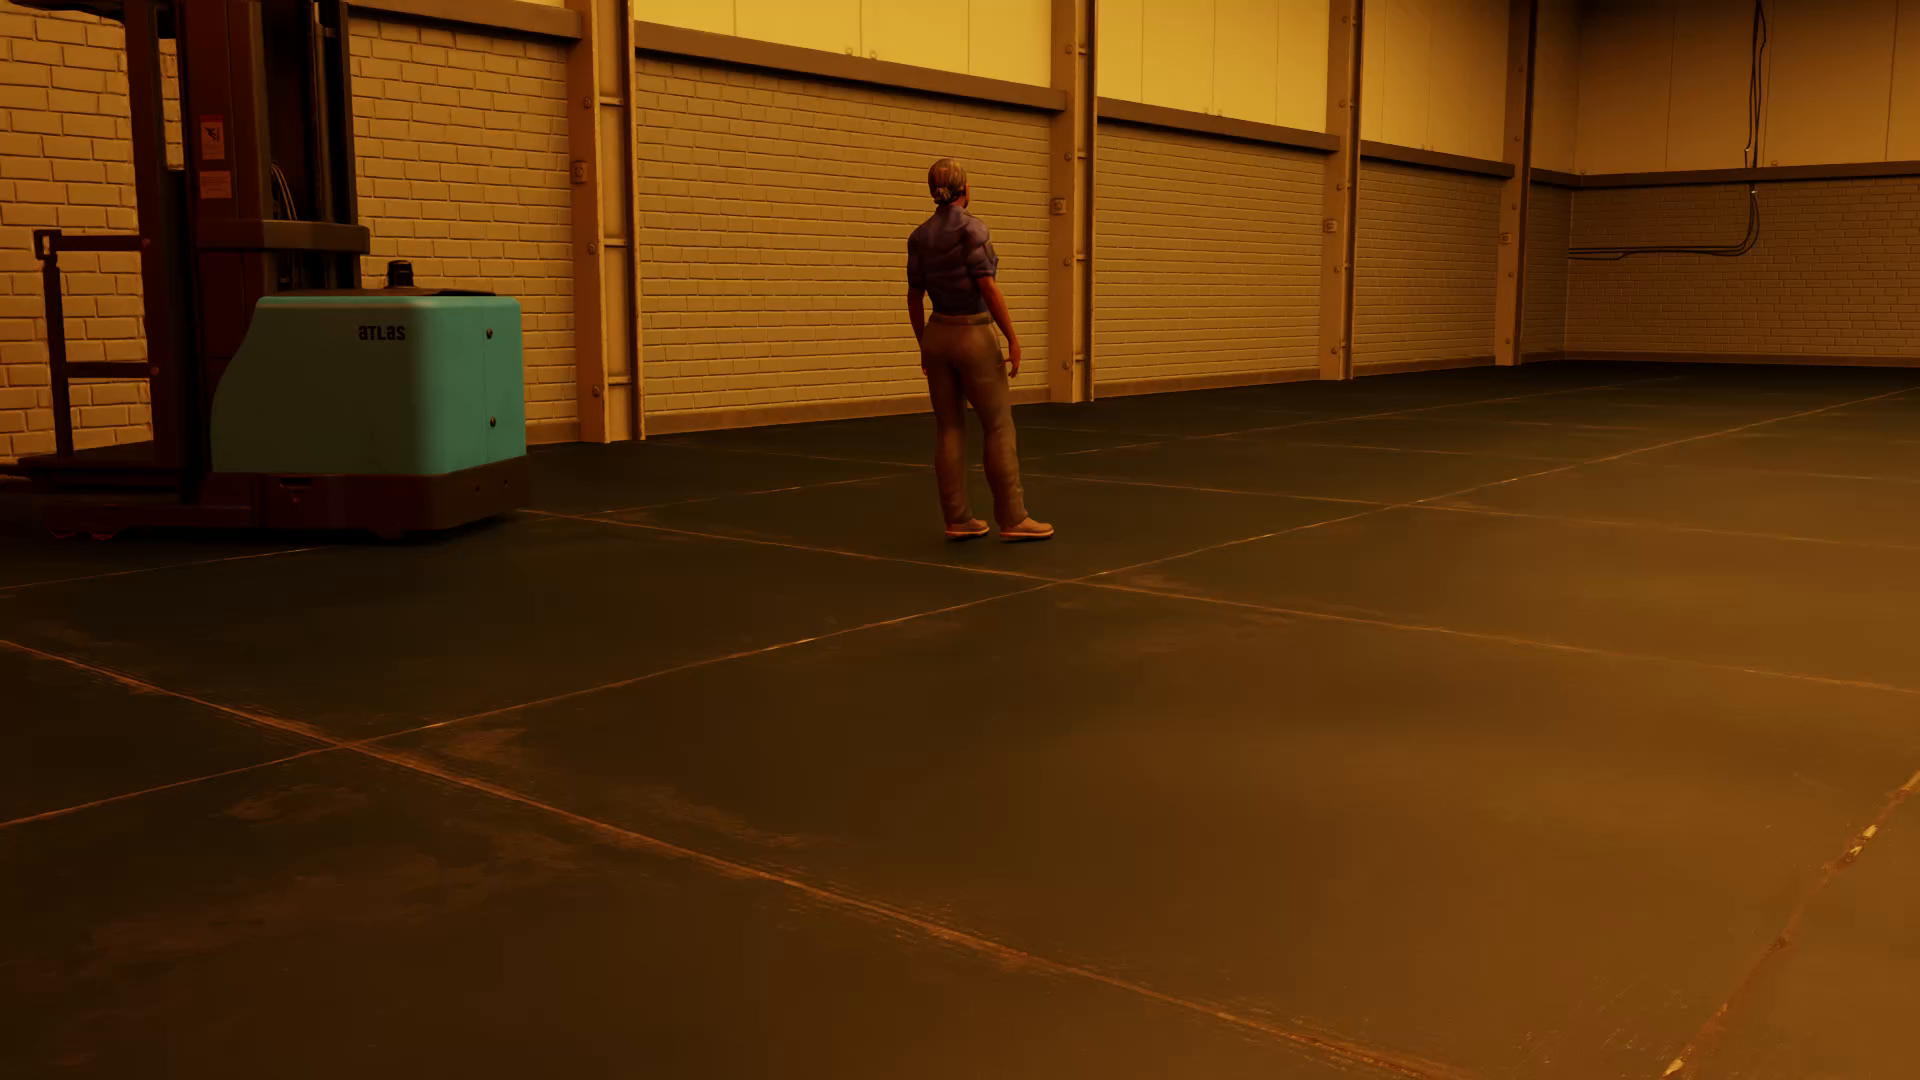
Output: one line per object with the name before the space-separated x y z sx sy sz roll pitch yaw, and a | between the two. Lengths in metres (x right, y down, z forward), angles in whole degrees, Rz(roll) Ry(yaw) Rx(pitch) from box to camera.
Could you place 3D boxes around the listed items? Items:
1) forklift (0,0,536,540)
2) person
forklift | -3.627 -1.524 7.698 3.031 2.935 1.130 1 8 9
person | 0.070 -0.833 7.339 0.570 1.654 0.504 7 11 38
